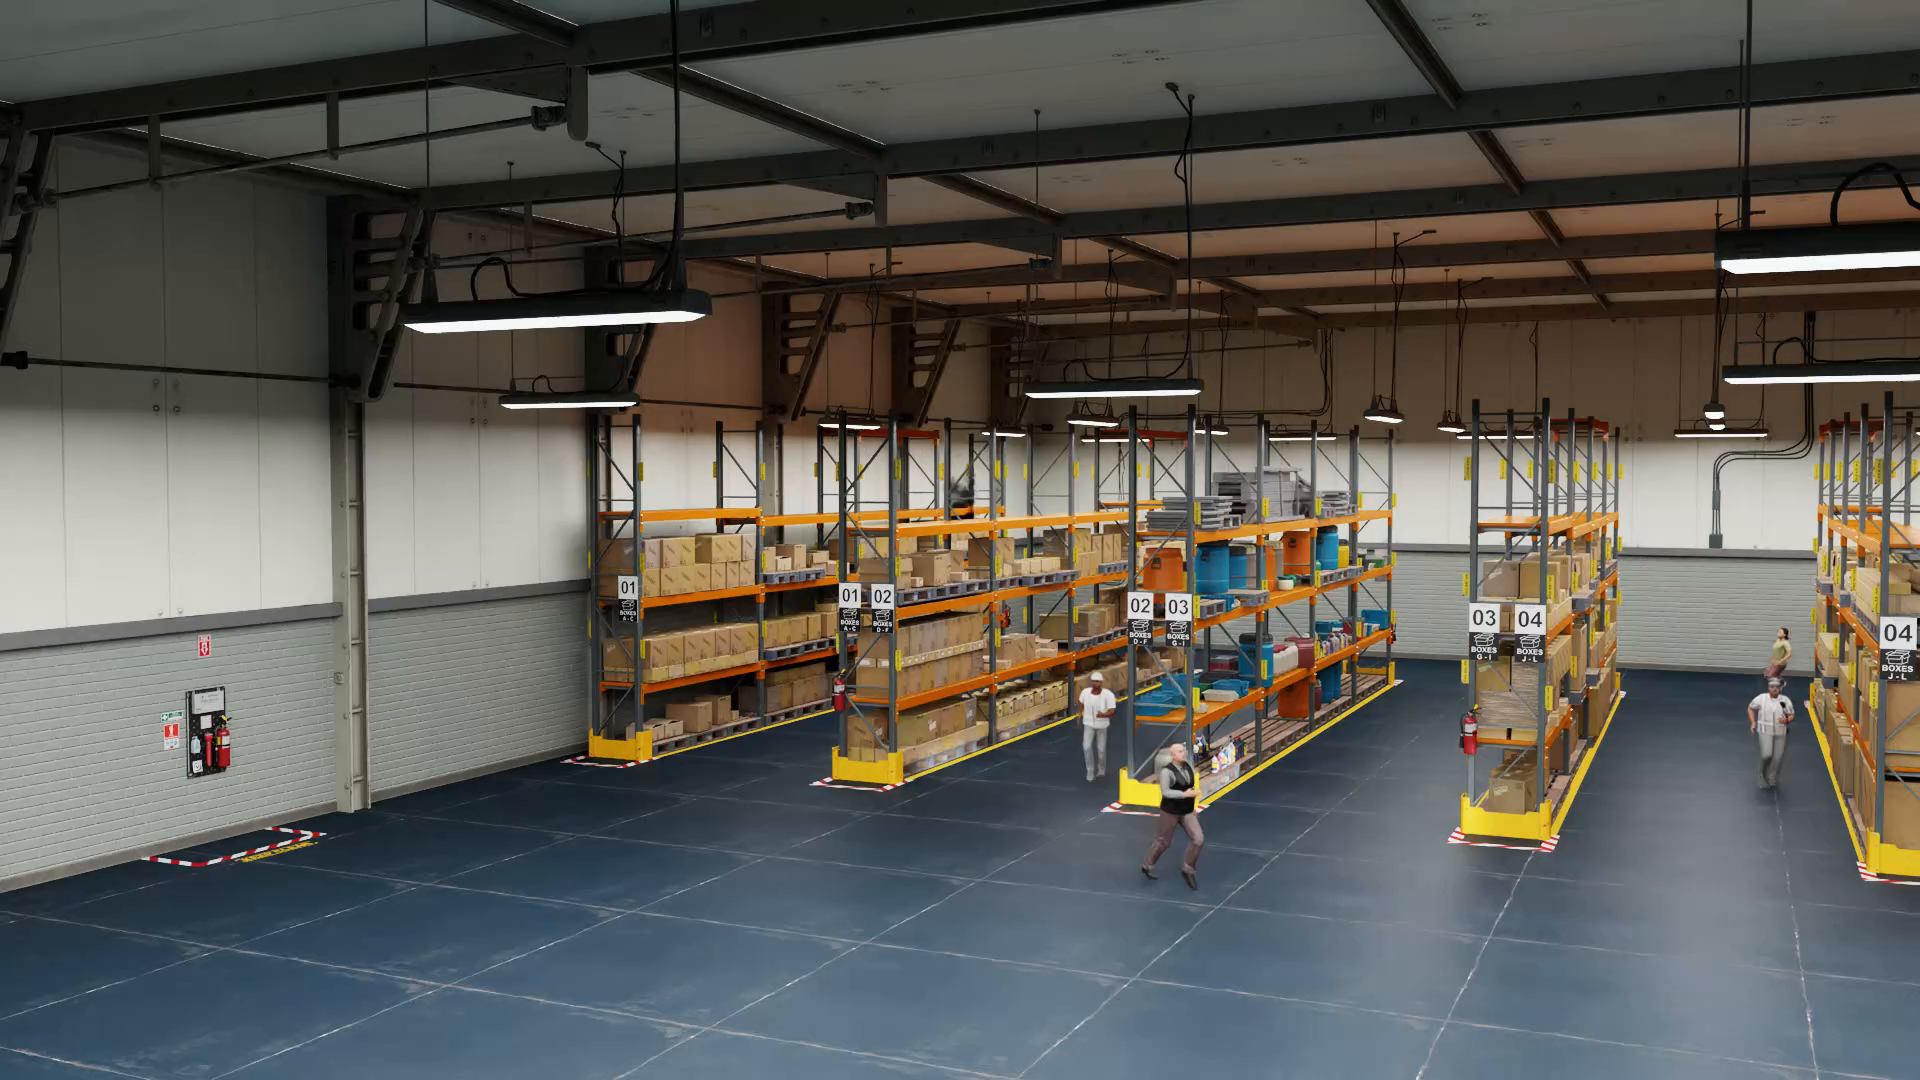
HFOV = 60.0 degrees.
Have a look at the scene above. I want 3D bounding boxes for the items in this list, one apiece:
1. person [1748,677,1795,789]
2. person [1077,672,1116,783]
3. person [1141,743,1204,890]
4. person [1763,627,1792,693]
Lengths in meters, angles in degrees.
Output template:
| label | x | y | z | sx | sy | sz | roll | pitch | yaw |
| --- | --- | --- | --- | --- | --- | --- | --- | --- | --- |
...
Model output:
| label | x | y | z | sx | sy | sz | roll | pitch | yaw |
| --- | --- | --- | --- | --- | --- | --- | --- | --- | --- |
| person | 12.784 | 3.045 | 26.160 | 0.641 | 1.776 | 0.684 | 1 | 2 | 15 |
| person | 2.189 | 3.022 | 26.830 | 0.669 | 1.785 | 0.808 | 1 | 2 | 15 |
| person | 2.610 | 3.319 | 20.062 | 0.656 | 1.760 | 0.887 | -2 | 3 | -36 |
| person | 17.951 | 2.704 | 36.413 | 0.541 | 1.593 | 0.611 | 0 | 2 | -5 |
